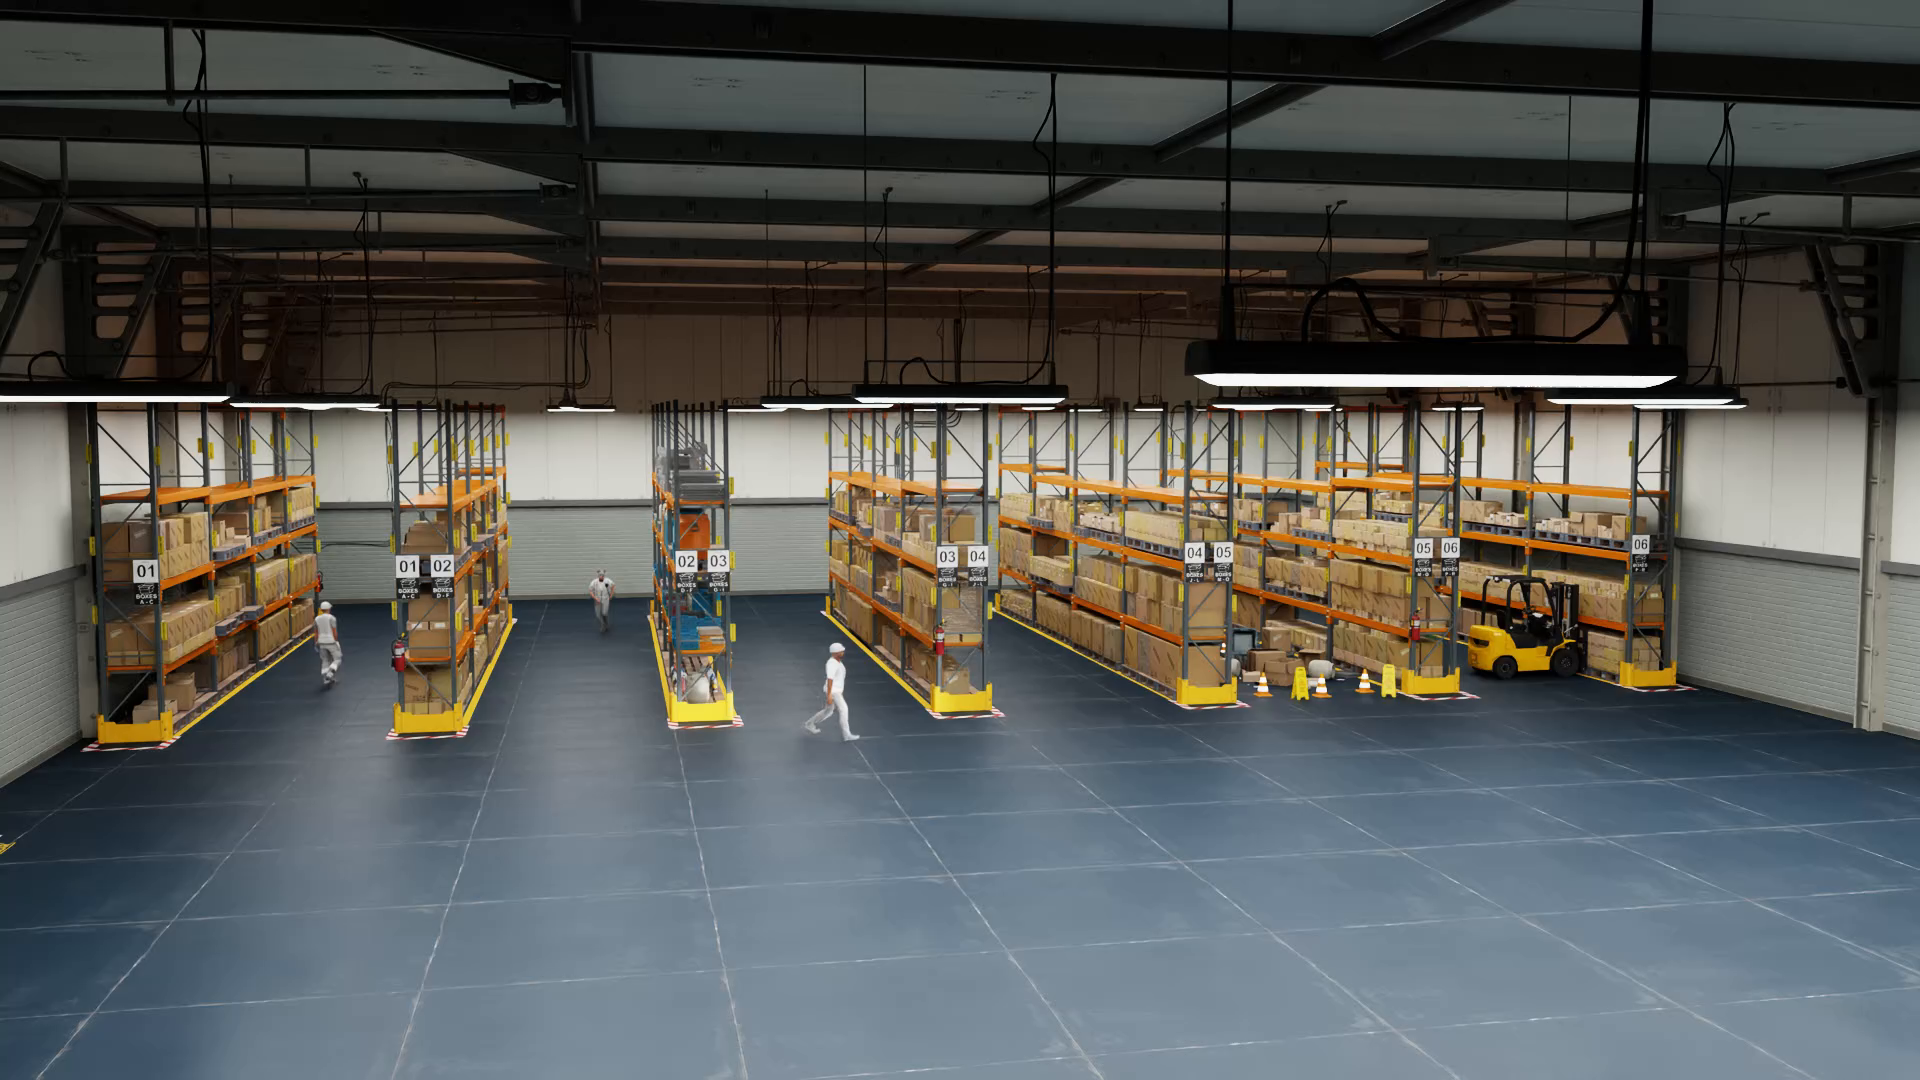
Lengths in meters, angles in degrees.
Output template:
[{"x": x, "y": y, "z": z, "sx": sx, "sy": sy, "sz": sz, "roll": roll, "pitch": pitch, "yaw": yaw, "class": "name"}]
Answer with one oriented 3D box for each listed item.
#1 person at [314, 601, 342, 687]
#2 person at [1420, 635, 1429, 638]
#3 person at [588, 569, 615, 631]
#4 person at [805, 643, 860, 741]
[{"x": -13.339, "y": 2.194, "z": 35.015, "sx": 0.582, "sy": 1.783, "sz": 0.530, "roll": 1, "pitch": 4, "yaw": 9, "class": "person"}, {"x": 10.717, "y": 1.964, "z": 38.334, "sx": 0.635, "sy": 1.763, "sz": 0.660, "roll": -3, "pitch": 5, "yaw": -35, "class": "person"}, {"x": -9.421, "y": 1.589, "z": 43.776, "sx": 0.653, "sy": 1.683, "sz": 0.735, "roll": 0, "pitch": 4, "yaw": -3, "class": "person"}, {"x": -2.254, "y": 2.661, "z": 29.287, "sx": 1.081, "sy": 1.719, "sz": 0.579, "roll": 1, "pitch": 4, "yaw": 13, "class": "person"}]
